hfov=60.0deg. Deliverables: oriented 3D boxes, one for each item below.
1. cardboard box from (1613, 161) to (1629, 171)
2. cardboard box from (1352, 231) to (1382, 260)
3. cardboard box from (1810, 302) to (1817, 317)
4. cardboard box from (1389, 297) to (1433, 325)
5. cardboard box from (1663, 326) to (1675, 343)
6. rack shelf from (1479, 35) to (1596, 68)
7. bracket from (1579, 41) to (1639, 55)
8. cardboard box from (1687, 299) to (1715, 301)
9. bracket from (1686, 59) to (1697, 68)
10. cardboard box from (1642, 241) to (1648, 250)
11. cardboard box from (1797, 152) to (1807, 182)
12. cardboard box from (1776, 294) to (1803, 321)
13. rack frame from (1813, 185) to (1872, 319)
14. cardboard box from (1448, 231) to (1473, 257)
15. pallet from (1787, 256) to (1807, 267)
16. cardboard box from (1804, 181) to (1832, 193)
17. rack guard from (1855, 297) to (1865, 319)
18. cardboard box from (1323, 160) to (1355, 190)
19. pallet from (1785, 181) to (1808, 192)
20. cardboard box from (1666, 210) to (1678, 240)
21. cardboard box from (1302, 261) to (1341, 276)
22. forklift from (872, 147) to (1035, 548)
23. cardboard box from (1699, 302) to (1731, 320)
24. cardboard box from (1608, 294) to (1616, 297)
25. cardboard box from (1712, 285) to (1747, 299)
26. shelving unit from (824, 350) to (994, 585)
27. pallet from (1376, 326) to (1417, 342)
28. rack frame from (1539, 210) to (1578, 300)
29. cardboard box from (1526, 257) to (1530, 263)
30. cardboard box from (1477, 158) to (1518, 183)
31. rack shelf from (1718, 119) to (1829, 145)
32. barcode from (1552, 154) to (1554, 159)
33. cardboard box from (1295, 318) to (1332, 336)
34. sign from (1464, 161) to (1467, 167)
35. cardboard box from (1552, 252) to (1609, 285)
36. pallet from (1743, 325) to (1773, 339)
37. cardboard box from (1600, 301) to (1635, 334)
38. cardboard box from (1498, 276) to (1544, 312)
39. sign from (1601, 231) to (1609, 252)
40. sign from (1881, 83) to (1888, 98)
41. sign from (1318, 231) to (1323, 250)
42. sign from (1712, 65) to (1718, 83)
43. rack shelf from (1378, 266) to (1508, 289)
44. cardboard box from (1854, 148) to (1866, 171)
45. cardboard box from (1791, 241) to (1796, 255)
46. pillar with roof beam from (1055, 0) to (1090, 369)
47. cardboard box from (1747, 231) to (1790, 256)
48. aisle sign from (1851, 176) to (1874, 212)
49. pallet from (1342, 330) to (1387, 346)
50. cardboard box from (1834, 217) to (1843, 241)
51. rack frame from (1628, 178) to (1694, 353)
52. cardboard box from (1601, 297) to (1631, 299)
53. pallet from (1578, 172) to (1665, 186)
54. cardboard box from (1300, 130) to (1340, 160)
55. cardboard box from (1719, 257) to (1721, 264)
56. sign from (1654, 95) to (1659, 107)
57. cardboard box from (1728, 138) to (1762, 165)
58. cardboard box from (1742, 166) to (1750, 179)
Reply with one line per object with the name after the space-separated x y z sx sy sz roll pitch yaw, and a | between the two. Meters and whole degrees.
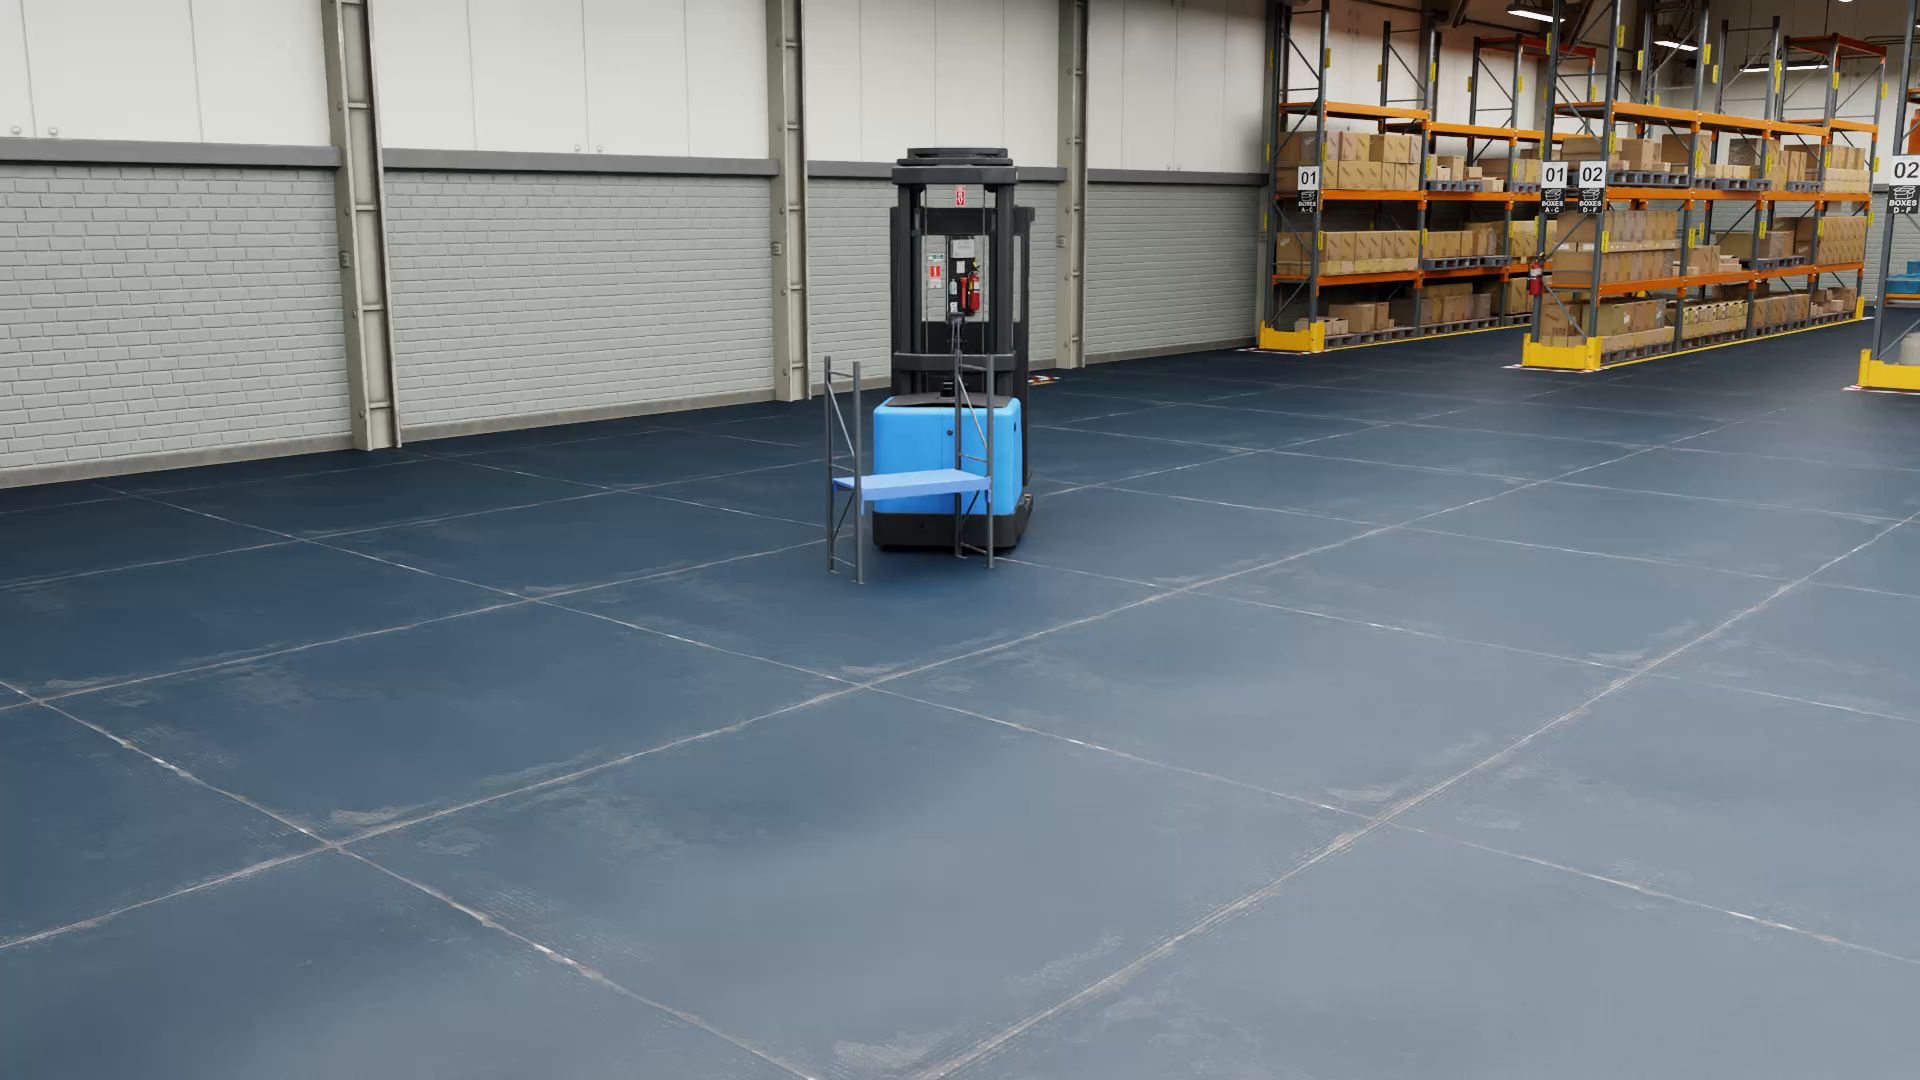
10.526 -6.019 26.741 0.380 0.149 0.250 10 15 40 | cardboard box
7.446 -5.446 30.735 0.500 0.500 0.500 10 15 42 | cardboard box
17.978 -4.943 35.542 0.500 0.311 0.500 10 15 40 | cardboard box
9.007 -4.575 33.218 0.700 0.500 0.500 10 15 42 | cardboard box
12.116 -3.596 29.004 0.500 0.250 0.500 10 15 40 | cardboard box
12.495 -10.576 36.040 1.077 0.370 4.000 10 15 40 | rack shelf
15.869 -11.968 40.465 0.076 0.066 4.783 10 15 40 | bracket
14.332 -4.517 32.183 0.500 0.311 0.500 10 15 42 | cardboard box
19.693 -12.820 44.733 0.235 0.232 0.430 10 15 40 | bracket
11.227 -4.908 27.715 0.380 0.149 0.250 10 15 42 | cardboard box
17.151 -7.722 34.474 0.600 0.600 0.600 8 14 35 | cardboard box
17.095 -4.820 34.446 0.500 0.500 0.500 10 15 41 | cardboard box
20.179 -6.600 38.099 1.000 3.000 0.127 10 15 40 | rack frame
10.066 -6.071 34.072 0.700 0.500 0.500 10 15 40 | cardboard box
16.929 -5.814 34.653 1.003 0.211 1.213 10 15 40 | pallet
18.045 -7.449 35.071 0.500 0.250 0.500 10 15 40 | cardboard box
20.129 -5.363 38.287 1.175 0.500 0.348 10 15 40 | rack guard
6.683 -6.507 29.668 0.500 0.500 0.500 -11 16 -44 | cardboard box
16.373 -7.151 33.676 1.213 0.211 1.003 10 15 40 | pallet
11.969 -5.454 28.791 0.700 0.500 0.500 10 15 41 | cardboard box
6.454 -4.853 29.683 0.500 0.250 0.500 9 15 39 | cardboard box
0.025 -1.617 13.322 1.130 2.935 3.031 1 11 6 | forklift
14.064 -4.296 31.077 0.500 0.311 0.500 10 15 40 | cardboard box
15.407 -5.957 40.186 0.700 0.500 0.500 9 14 39 | cardboard box
15.373 -4.958 33.219 0.500 0.250 0.500 11 15 42 | cardboard box
-0.347 -0.524 11.505 1.048 1.500 0.538 -6 13 -28 | shelving unit
8.117 -4.004 32.219 1.003 0.211 1.213 10 15 40 | pallet
13.815 -6.652 38.356 1.000 3.000 0.127 10 15 40 | rack frame
12.216 -6.125 36.308 0.380 0.149 0.250 10 15 42 | cardboard box
11.445 -7.876 35.450 0.700 0.500 0.500 8 14 36 | cardboard box
16.218 -8.111 33.201 1.077 0.370 4.000 10 15 40 | rack shelf
9.454 -6.109 26.496 0.001 0.075 0.075 10 15 40 | barcode
6.418 -3.874 30.188 0.500 0.311 0.500 8 14 34 | cardboard box
10.763 -7.899 35.423 0.100 0.325 0.005 10 15 40 | sign
9.935 -4.362 26.638 0.700 0.500 0.500 10 15 40 | cardboard box
15.419 -4.161 33.004 1.003 0.211 1.213 10 15 40 | pallet
10.787 -3.671 27.465 0.500 0.500 0.500 10 15 40 | cardboard box
12.341 -5.434 36.677 0.750 0.750 0.750 10 15 40 | cardboard box
10.030 -4.637 25.856 0.100 0.325 0.005 10 15 40 | sign
20.582 -10.003 37.030 0.100 0.325 0.005 10 15 40 | sign
6.301 -5.241 29.081 0.100 0.325 0.005 10 15 40 | sign
14.484 -8.931 31.863 0.100 0.325 0.005 10 15 40 | sign
9.854 -5.416 34.007 1.077 0.370 4.000 10 15 40 | rack shelf
19.852 -8.533 37.308 0.700 0.500 0.500 10 15 40 | cardboard box
17.676 -6.168 35.677 0.500 0.500 0.500 10 15 41 | cardboard box
4.979 -6.604 22.798 9.100 9.000 0.400 10 15 40 | pillar with roof beam
16.651 -6.117 34.349 0.500 0.500 0.700 -9 15 -39 | cardboard box
20.454 -7.846 37.696 0.394 0.787 0.004 10 15 40 | aisle sign
7.312 -3.824 31.316 1.003 0.211 1.213 10 15 40 | pallet
18.741 -6.736 35.968 0.500 0.500 0.500 9 15 39 | cardboard box
12.258 -4.835 29.259 1.000 3.000 0.127 10 15 40 | rack frame
11.392 -3.958 28.902 0.500 0.500 0.500 10 15 40 | cardboard box
10.908 -5.955 27.434 1.003 0.211 1.213 10 15 40 | pallet
6.330 -6.932 29.240 0.500 0.500 0.500 8 14 36 | cardboard box
14.162 -5.273 31.681 0.500 0.311 0.500 10 15 40 | cardboard box
16.854 -10.607 40.254 0.100 0.325 0.005 10 15 40 | sign
15.191 -7.497 32.121 0.500 0.500 0.500 10 15 40 | cardboard box
14.641 -6.953 31.515 0.500 0.250 0.500 8 14 36 | cardboard box
